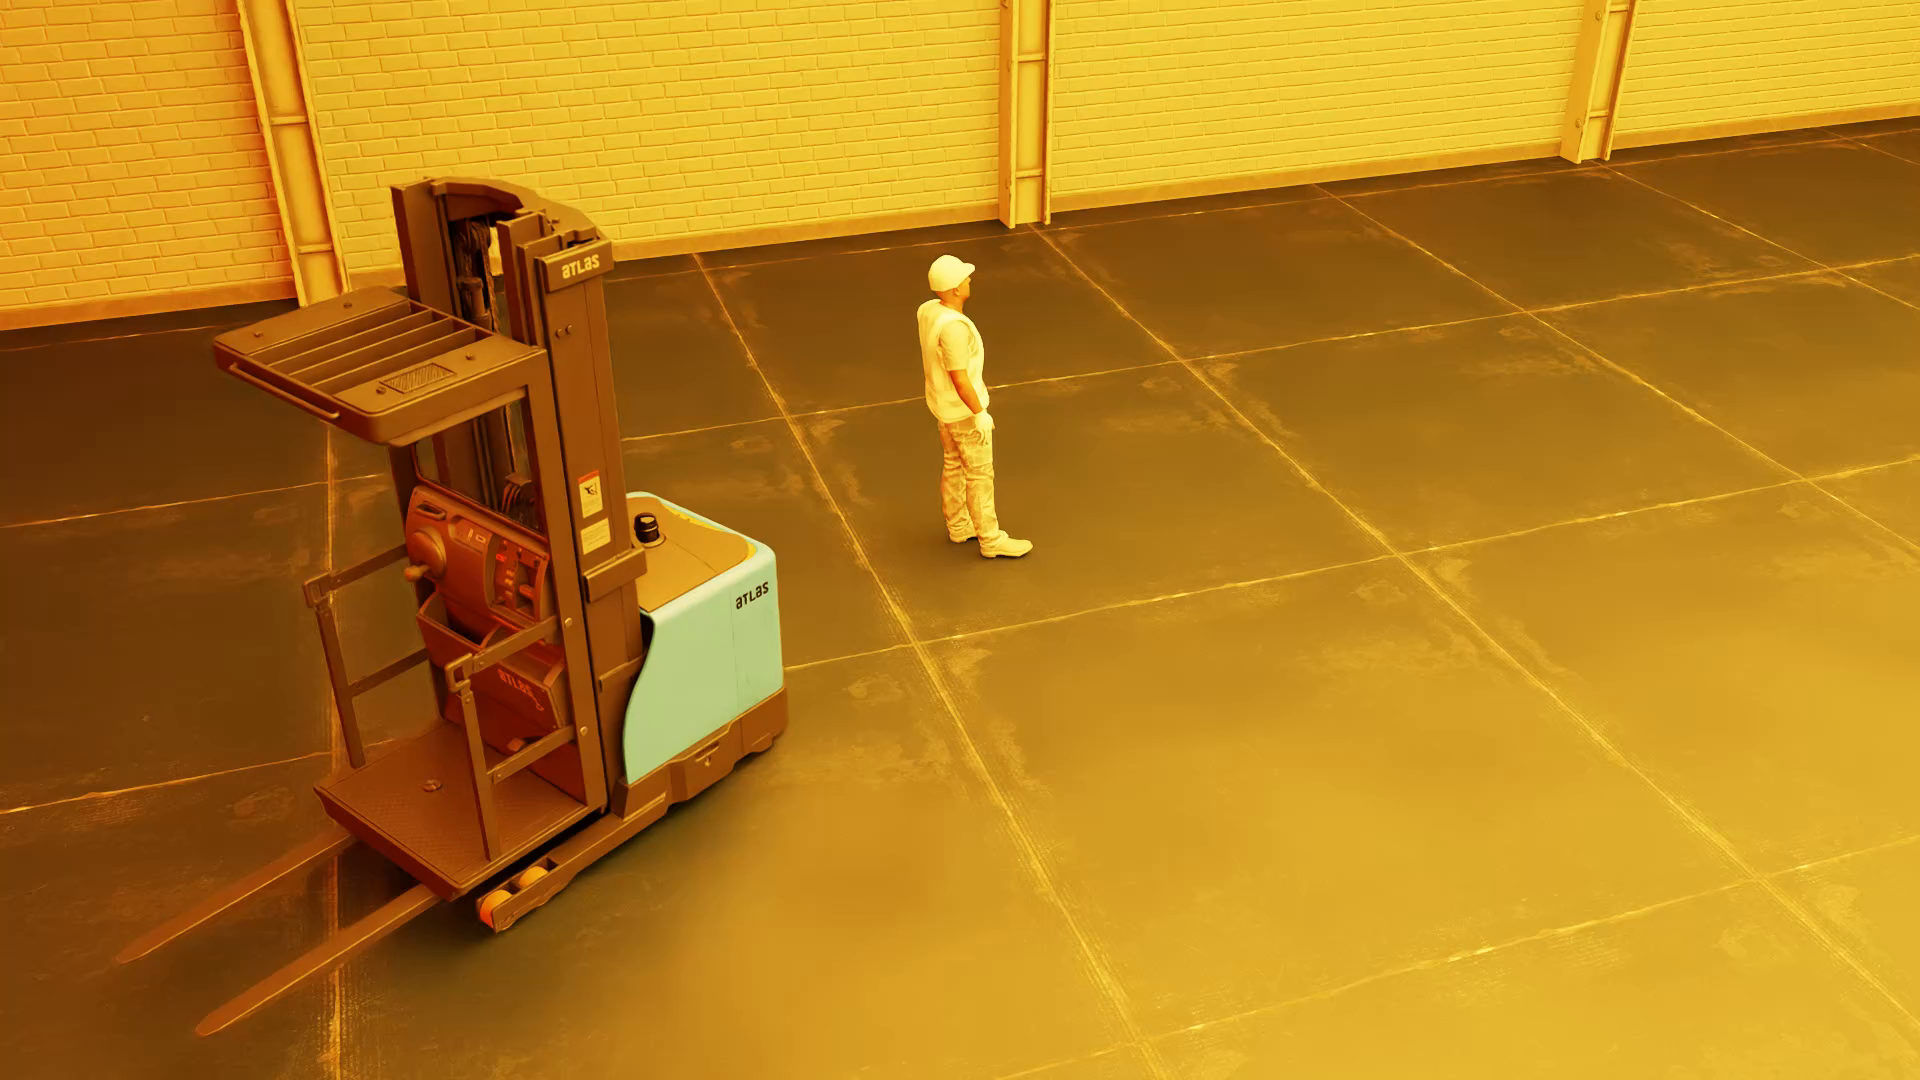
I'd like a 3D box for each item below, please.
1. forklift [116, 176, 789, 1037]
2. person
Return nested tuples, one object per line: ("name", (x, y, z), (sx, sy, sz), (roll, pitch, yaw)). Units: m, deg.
("forklift", (-2.174, 0.117, 6.883), (1.130, 2.935, 3.031), (22, 37, 33))
("person", (0.071, -0.787, 9.592), (0.575, 1.784, 0.656), (-10, 31, -16))
